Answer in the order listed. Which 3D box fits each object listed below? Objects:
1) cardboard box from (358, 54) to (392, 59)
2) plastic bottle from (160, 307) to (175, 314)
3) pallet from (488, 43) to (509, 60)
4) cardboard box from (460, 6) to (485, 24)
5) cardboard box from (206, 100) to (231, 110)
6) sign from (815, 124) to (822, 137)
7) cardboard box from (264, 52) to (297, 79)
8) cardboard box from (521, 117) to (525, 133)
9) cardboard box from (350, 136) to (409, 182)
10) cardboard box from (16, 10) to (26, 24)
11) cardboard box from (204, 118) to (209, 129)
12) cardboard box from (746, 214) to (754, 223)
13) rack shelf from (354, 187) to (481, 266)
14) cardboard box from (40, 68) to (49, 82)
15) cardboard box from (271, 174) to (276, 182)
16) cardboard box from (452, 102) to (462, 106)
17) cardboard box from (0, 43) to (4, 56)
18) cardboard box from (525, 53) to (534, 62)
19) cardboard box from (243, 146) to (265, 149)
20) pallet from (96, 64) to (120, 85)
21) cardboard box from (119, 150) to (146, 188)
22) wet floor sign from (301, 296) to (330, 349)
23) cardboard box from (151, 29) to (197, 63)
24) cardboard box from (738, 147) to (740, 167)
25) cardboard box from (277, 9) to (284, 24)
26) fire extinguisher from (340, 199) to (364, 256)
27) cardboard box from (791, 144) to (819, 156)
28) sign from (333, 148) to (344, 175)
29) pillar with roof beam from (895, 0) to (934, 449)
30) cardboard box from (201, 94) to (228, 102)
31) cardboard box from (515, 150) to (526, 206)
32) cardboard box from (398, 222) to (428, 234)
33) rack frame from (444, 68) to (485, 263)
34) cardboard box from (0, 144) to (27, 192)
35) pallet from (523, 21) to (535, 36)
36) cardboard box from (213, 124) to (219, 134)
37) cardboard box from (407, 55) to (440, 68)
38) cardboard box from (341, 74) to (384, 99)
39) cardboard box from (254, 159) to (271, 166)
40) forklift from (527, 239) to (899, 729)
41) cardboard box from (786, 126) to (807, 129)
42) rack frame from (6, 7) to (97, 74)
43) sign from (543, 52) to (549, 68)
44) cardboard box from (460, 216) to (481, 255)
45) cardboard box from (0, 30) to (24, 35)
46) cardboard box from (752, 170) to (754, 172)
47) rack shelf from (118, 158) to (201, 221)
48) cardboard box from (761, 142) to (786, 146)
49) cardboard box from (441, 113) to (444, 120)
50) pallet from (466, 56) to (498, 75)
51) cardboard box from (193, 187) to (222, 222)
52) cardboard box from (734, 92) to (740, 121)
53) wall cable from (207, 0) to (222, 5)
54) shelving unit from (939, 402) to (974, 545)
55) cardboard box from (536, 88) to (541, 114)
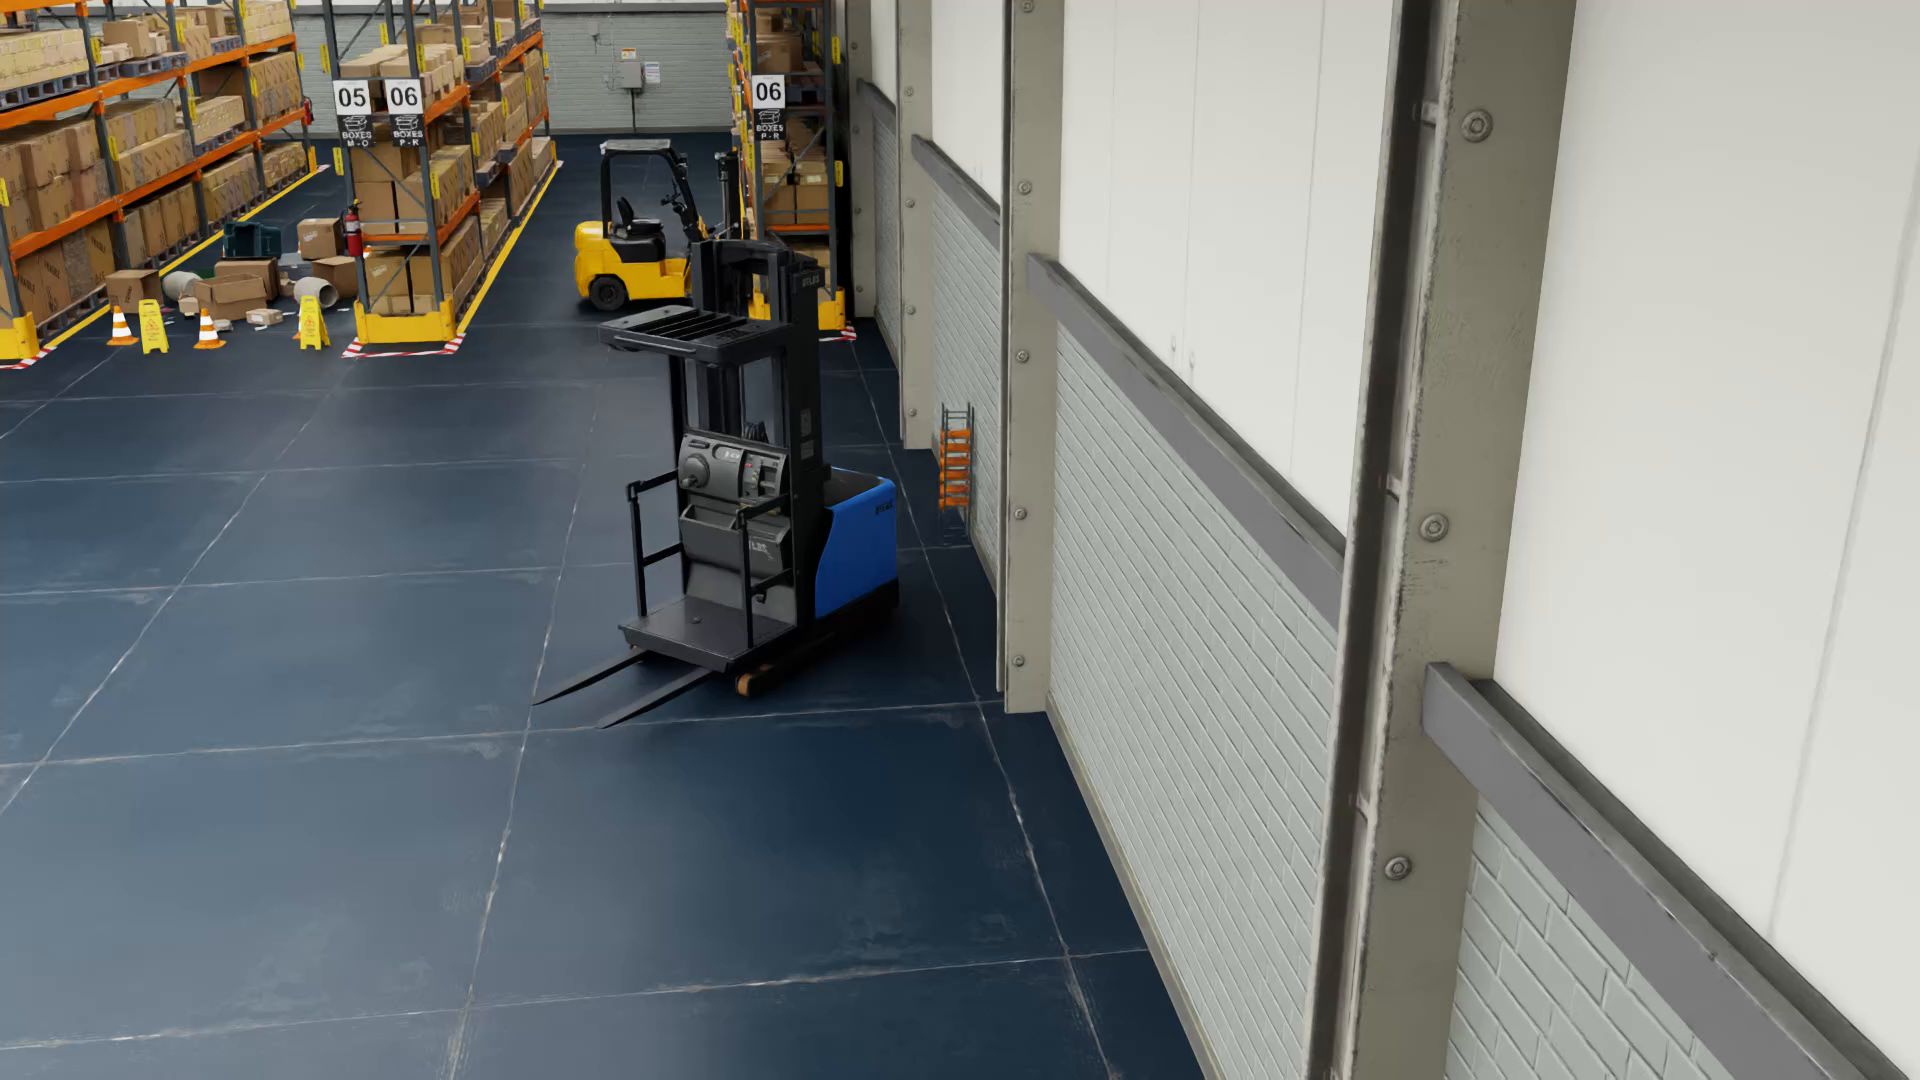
[{"bbox_3d":[-7.596,-6.225,21.604,0.380,0.149,0.250,-2,21,-6],"label":"cardboard box"},{"bbox_3d":[-10.793,-3.105,22.516,0.283,0.061,0.133,-11,23,-26],"label":"plastic bottle"},{"bbox_3d":[-8.299,-8.240,28.047,1.213,0.211,1.003,-2,21,-5],"label":"pallet"},{"bbox_3d":[-8.890,-9.417,30.185,0.500,0.500,0.500,-3,21,-9],"label":"cardboard box"},{"bbox_3d":[-13.250,-7.758,29.684,0.380,0.149,0.250,-3,21,-8],"label":"cardboard box"},{"bbox_3d":[-2.117,-6.041,24.826,0.100,0.325,0.005,-3,21,-8],"label":"sign"},{"bbox_3d":[-13.879,-9.697,33.968,0.500,0.500,0.500,-3,21,-9],"label":"cardboard box"},{"bbox_3d":[-8.344,-7.698,30.830,0.500,0.250,0.500,-3,21,-9],"label":"cardboard box"},{"bbox_3d":[-7.290,-4.753,20.733,0.700,0.500,0.500,-3,21,-9],"label":"cardboard box"},{"bbox_3d":[-18.985,-10.491,32.919,0.700,0.500,0.500,-4,21,-11],"label":"cardboard box"},{"bbox_3d":[-13.028,-7.087,28.313,0.380,0.149,0.250,-3,21,-8],"label":"cardboard box"},{"bbox_3d":[-2.843,-4.586,24.182,0.500,0.250,0.500,-3,21,-8],"label":"cardboard box"},{"bbox_3d":[-7.289,-4.288,22.513,1.077,0.370,4.000,-3,21,-8],"label":"rack shelf"},{"bbox_3d":[-11.871,-5.926,21.198,0.380,0.149,0.250,-3,21,-8],"label":"cardboard box"},{"bbox_3d":[-13.474,-6.982,32.172,0.380,0.149,0.250,-3,21,-8],"label":"cardboard box"},{"bbox_3d":[-8.318,-6.918,27.358,0.500,0.500,0.500,-4,21,-9],"label":"cardboard box"},{"bbox_3d":[-11.690,-5.860,19.882,0.380,0.149,0.250,-3,21,-9],"label":"cardboard box"},{"bbox_3d":[-8.819,-9.739,33.578,0.380,0.149,0.250,-2,21,-6],"label":"cardboard box"},{"bbox_3d":[-14.383,-7.946,33.903,0.380,0.149,0.250,-3,21,-8],"label":"cardboard box"},{"bbox_3d":[-12.642,-6.664,23.831,0.805,0.209,1.217,-4,21,-10],"label":"pallet"},{"bbox_3d":[-12.344,-5.450,24.454,0.500,0.500,0.500,-3,21,-7],"label":"cardboard box"},{"bbox_3d":[-8.032,-2.710,20.625,0.267,0.644,0.232,4,21,11],"label":"wet floor sign"},{"bbox_3d":[-12.856,-8.081,27.210,0.500,0.500,0.500,-3,21,-8],"label":"cardboard box"},{"bbox_3d":[-4.167,-7.876,34.063,0.700,0.500,0.500,-4,21,-10],"label":"cardboard box"},{"bbox_3d":[-13.798,-10.433,33.151,0.500,0.250,0.500,-3,21,-9],"label":"cardboard box"},{"bbox_3d":[-7.440,-3.834,20.379,0.296,0.674,0.183,-3,21,-8],"label":"fire extinguisher"},{"bbox_3d":[-2.121,-5.339,22.802,0.380,0.149,0.250,-3,21,-7],"label":"cardboard box"},{"bbox_3d":[-7.553,-4.602,20.219,0.100,0.325,0.005,-3,21,-8],"label":"sign"},{"bbox_3d":[-4.693,-4.987,14.781,9.100,9.000,0.400,-3,21,-8],"label":"pillar with roof beam"},{"bbox_3d":[-13.963,-8.142,31.236,0.500,0.500,0.500,-3,21,-8],"label":"cardboard box"},{"bbox_3d":[-8.296,-6.457,29.727,0.875,0.875,0.875,-3,21,-7],"label":"cardboard box"},{"bbox_3d":[-6.845,-3.943,20.920,0.380,0.149,0.250,-3,21,-8],"label":"cardboard box"},{"bbox_3d":[-7.577,-5.318,24.241,1.000,3.000,0.127,-3,21,-8],"label":"rack frame"},{"bbox_3d":[-12.070,-4.541,20.403,0.875,0.550,0.550,-3,21,-8],"label":"cardboard box"},{"bbox_3d":[-9.010,-10.157,33.036,1.003,0.211,1.213,-3,21,-8],"label":"pallet"},{"bbox_3d":[-13.095,-7.121,28.829,0.380,0.149,0.250,-3,21,-7],"label":"cardboard box"},{"bbox_3d":[-6.927,-6.170,21.454,0.380,0.149,0.250,-2,21,-6],"label":"cardboard box"},{"bbox_3d":[-7.341,-5.571,20.421,0.500,0.250,0.500,-3,21,-8],"label":"cardboard box"},{"bbox_3d":[-13.525,-7.256,32.055,0.380,0.149,0.250,-3,21,-9],"label":"cardboard box"},{"bbox_3d":[-1.701,-0.481,11.389,1.130,2.935,3.031,13,24,31],"label":"forklift"},{"bbox_3d":[-2.594,-6.410,26.095,0.380,0.149,0.250,-3,21,-8],"label":"cardboard box"},{"bbox_3d":[-12.461,-7.844,22.430,1.000,3.000,0.127,-3,21,-8],"label":"rack frame"},{"bbox_3d":[-8.768,-10.149,35.182,0.100,0.325,0.005,-3,21,-8],"label":"sign"},{"bbox_3d":[-7.226,-4.386,24.006,0.500,0.500,0.500,-3,21,-9],"label":"cardboard box"},{"bbox_3d":[-12.707,-6.706,22.148,0.380,0.149,0.250,-3,21,-8],"label":"cardboard box"},{"bbox_3d":[-2.626,-5.084,22.546,0.380,0.149,0.250,-3,21,-7],"label":"cardboard box"},{"bbox_3d":[-12.749,-5.389,25.459,1.077,0.370,4.000,-3,21,-8],"label":"rack shelf"},{"bbox_3d":[-2.596,-5.407,22.984,0.380,0.149,0.250,-3,21,-8],"label":"cardboard box"},{"bbox_3d":[-7.979,-6.391,25.019,0.380,0.149,0.250,-4,21,-9],"label":"cardboard box"},{"bbox_3d":[-7.713,-7.213,25.297,1.213,0.211,1.003,-3,21,-8],"label":"pallet"},{"bbox_3d":[-12.887,-5.702,28.241,0.500,0.500,0.500,-4,21,-10],"label":"cardboard box"},{"bbox_3d":[-3.783,-7.953,30.554,0.700,0.500,0.500,-3,21,-8],"label":"cardboard box"},{"bbox_3d":[-16.518,-15.422,38.122,2.277,5.999,0.120,-3,21,-8],"label":"wall cable"},{"bbox_3d":[-0.034,-0.558,14.055,0.258,1.200,0.189,-2,20,-11],"label":"shelving unit"},{"bbox_3d":[-8.747,-8.836,33.517,0.500,0.500,0.500,-2,21,-6],"label":"cardboard box"}]
